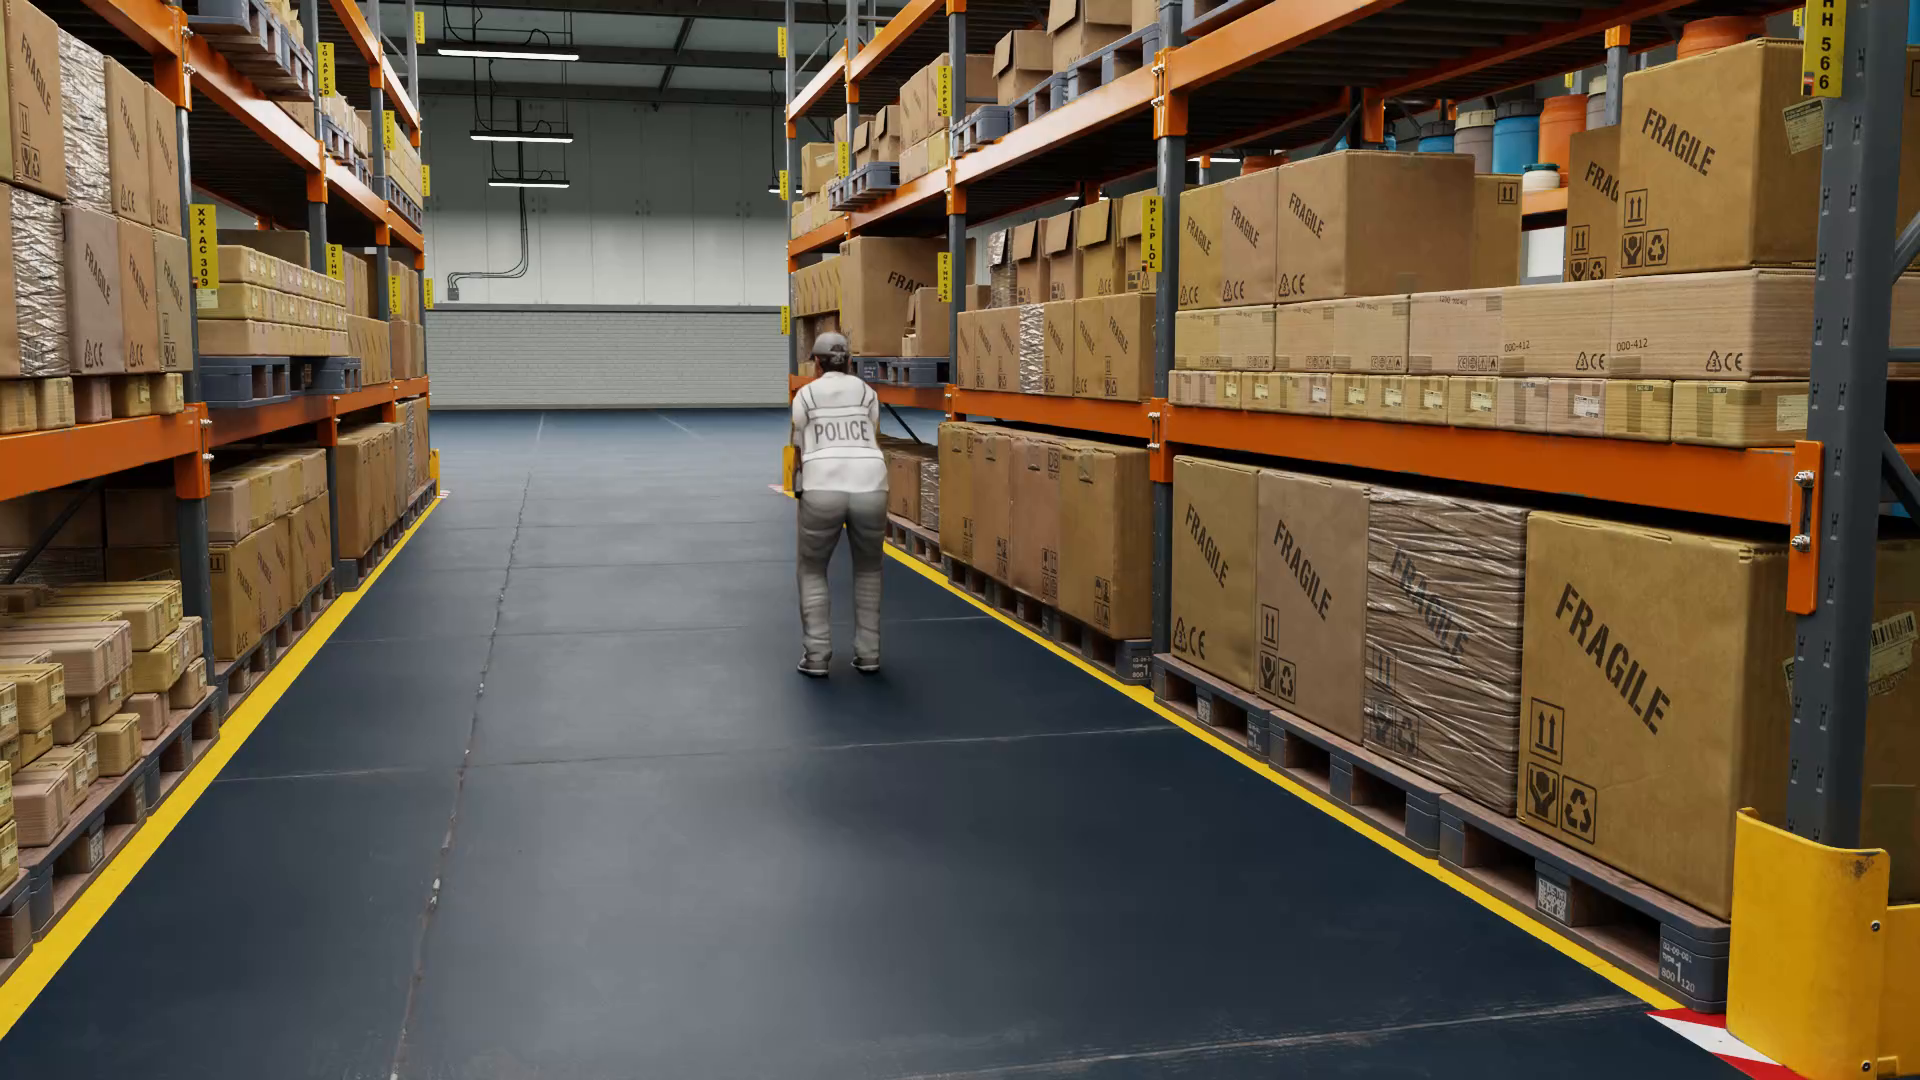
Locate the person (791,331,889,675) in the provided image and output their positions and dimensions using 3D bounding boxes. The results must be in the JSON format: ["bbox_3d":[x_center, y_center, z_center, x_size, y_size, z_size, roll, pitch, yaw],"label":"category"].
[{"bbox_3d":[-0.585,-0.178,7.972,0.452,1.638,0.581,-2,6,-15],"label":"person"}]
